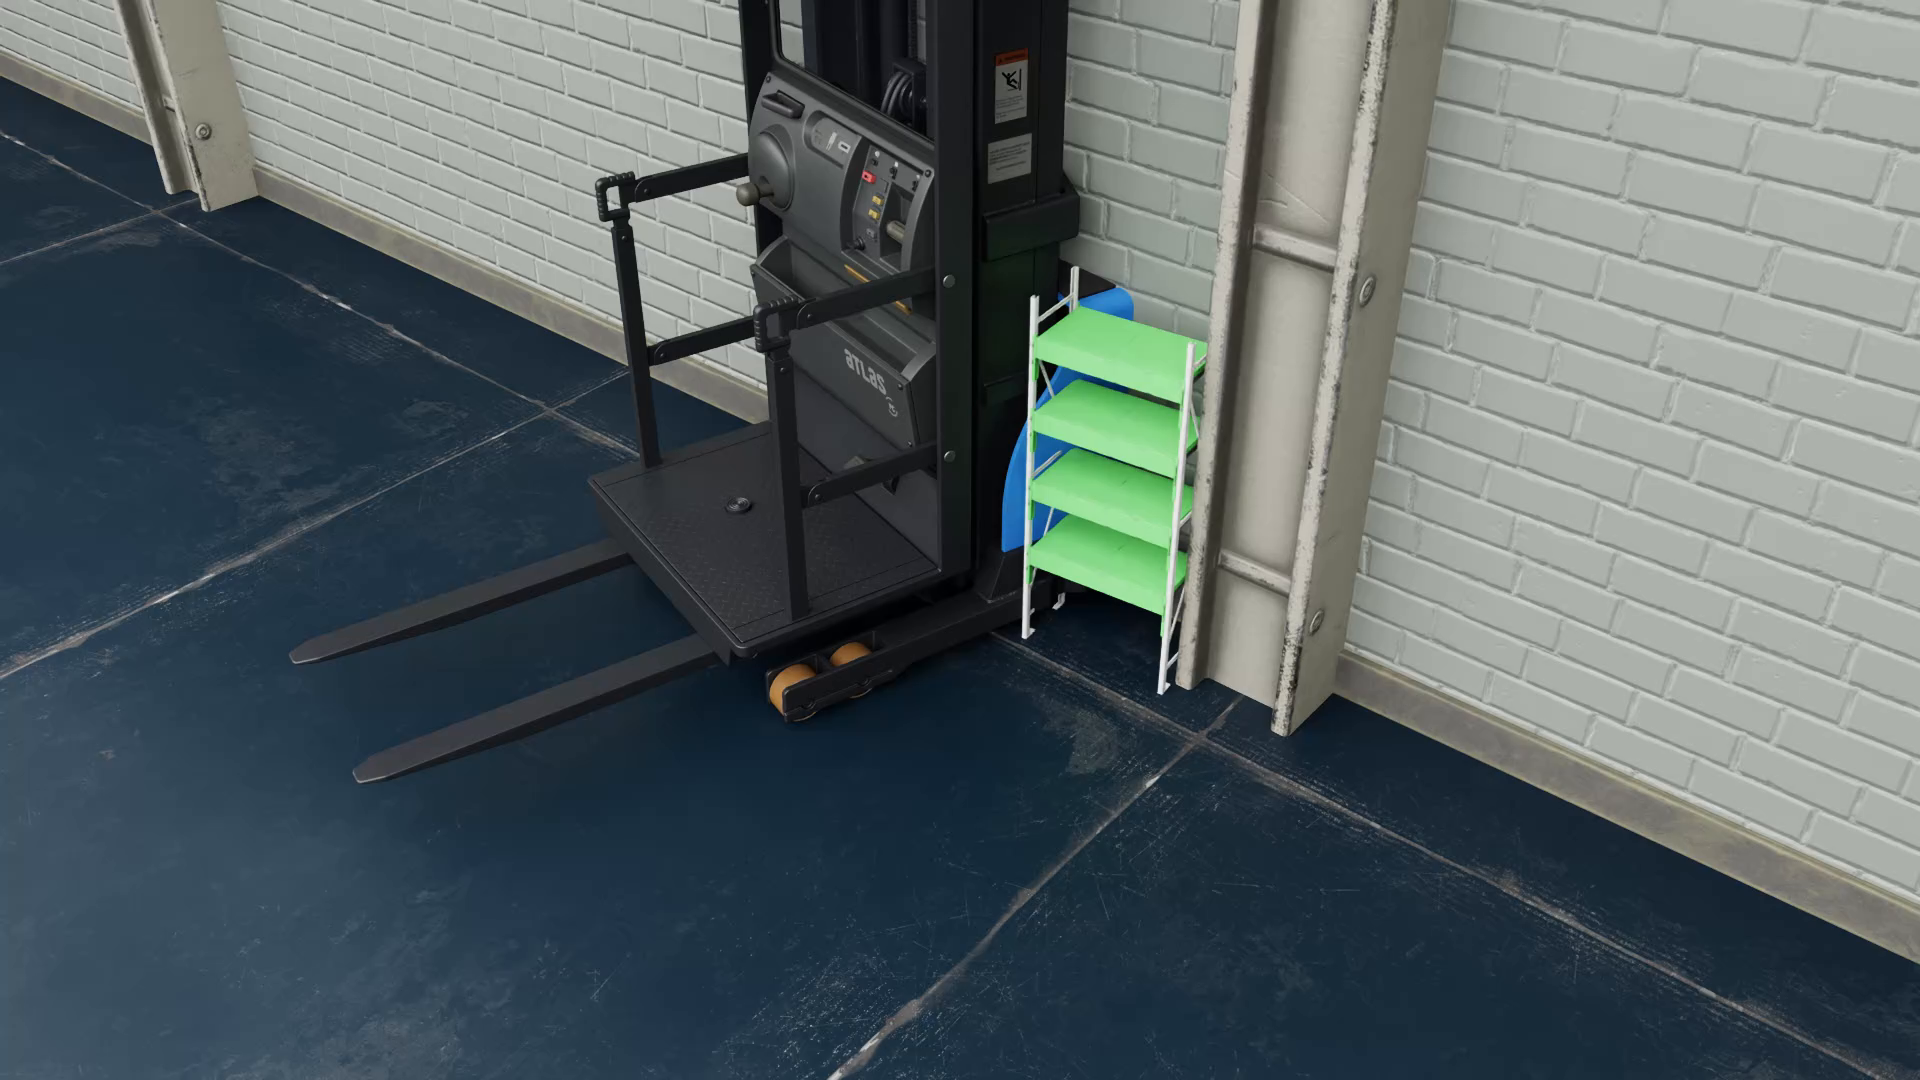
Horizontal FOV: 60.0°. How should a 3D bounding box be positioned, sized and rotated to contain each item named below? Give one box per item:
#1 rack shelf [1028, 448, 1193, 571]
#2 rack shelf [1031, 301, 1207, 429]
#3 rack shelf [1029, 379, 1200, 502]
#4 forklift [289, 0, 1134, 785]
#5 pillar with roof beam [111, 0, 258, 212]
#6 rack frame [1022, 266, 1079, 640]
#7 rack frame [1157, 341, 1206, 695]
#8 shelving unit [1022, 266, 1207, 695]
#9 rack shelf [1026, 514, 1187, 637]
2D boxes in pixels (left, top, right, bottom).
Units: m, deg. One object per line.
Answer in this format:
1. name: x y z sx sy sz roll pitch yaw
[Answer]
1. rack shelf: 0.472 -0.104 4.952 0.480 0.148 0.258 21 40 27
2. rack shelf: 0.471 -0.498 4.677 0.480 0.148 0.258 21 40 27
3. rack shelf: 0.471 -0.301 4.814 0.480 0.148 0.258 21 40 27
4. forklift: -0.524 -1.010 4.632 3.031 2.935 1.130 -21 40 -27
5. pillar with roof beam: -6.457 -3.566 2.994 0.400 9.000 9.100 25 42 32
6. rack frame: 0.269 -0.234 5.027 0.015 1.200 0.240 21 40 27
7. rack frame: 0.674 -0.079 4.803 0.015 1.200 0.240 21 40 27
8. shelving unit: 0.472 -0.157 4.915 0.503 1.200 0.258 21 40 27
9. rack shelf: 0.472 0.092 5.089 0.480 0.148 0.258 21 40 27
